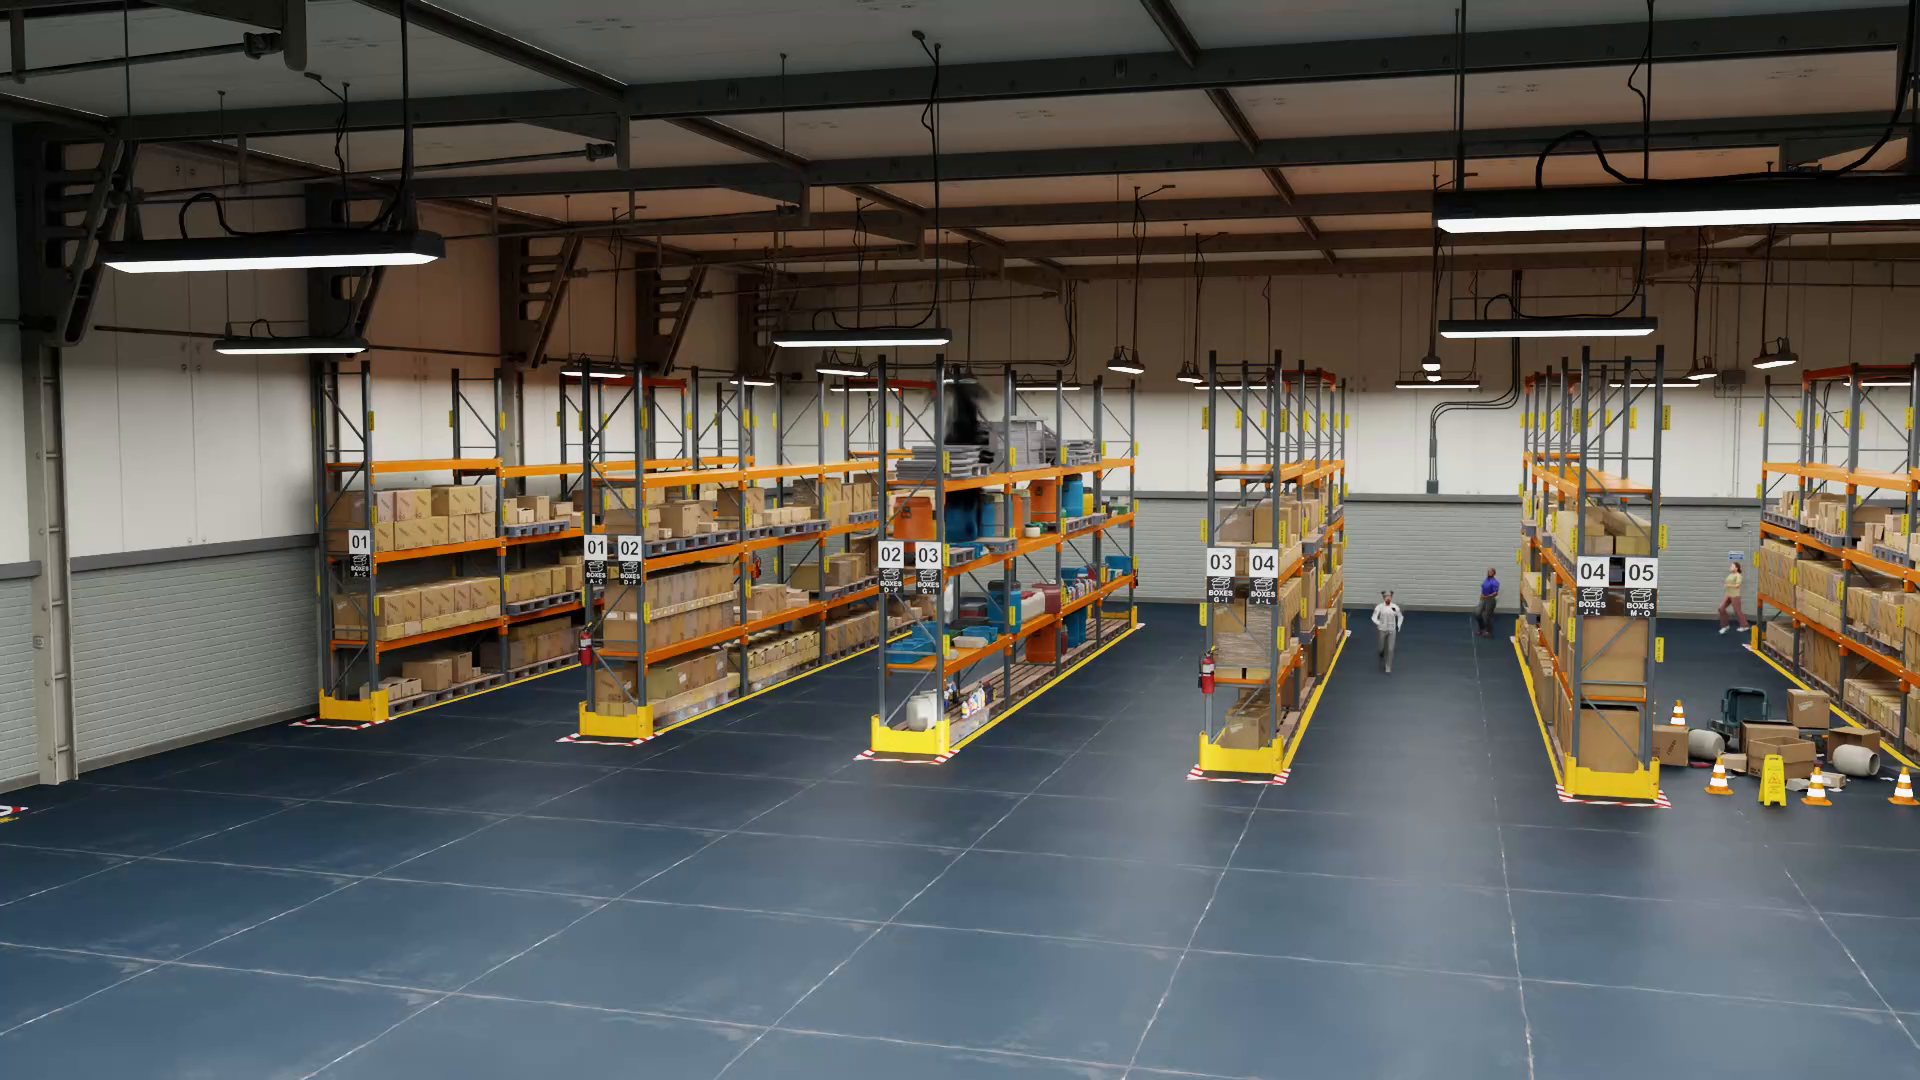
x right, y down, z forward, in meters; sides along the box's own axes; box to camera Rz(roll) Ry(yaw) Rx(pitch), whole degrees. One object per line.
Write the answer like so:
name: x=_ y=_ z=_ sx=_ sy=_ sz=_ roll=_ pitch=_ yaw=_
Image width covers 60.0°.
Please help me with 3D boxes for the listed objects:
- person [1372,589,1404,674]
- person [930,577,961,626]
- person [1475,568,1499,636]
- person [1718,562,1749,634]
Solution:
person: x=8.533 y=1.803 z=33.170 sx=0.625 sy=1.654 sz=0.723 roll=1 pitch=4 yaw=11
person: x=-0.335 y=1.540 z=36.374 sx=0.669 sy=1.733 sz=0.760 roll=1 pitch=4 yaw=9
person: x=12.230 y=1.443 z=38.545 sx=0.584 sy=1.629 sz=0.600 roll=-2 pitch=5 yaw=-31
person: x=18.228 y=1.372 z=39.145 sx=0.735 sy=1.724 sz=0.545 roll=-1 pitch=4 yaw=-9
